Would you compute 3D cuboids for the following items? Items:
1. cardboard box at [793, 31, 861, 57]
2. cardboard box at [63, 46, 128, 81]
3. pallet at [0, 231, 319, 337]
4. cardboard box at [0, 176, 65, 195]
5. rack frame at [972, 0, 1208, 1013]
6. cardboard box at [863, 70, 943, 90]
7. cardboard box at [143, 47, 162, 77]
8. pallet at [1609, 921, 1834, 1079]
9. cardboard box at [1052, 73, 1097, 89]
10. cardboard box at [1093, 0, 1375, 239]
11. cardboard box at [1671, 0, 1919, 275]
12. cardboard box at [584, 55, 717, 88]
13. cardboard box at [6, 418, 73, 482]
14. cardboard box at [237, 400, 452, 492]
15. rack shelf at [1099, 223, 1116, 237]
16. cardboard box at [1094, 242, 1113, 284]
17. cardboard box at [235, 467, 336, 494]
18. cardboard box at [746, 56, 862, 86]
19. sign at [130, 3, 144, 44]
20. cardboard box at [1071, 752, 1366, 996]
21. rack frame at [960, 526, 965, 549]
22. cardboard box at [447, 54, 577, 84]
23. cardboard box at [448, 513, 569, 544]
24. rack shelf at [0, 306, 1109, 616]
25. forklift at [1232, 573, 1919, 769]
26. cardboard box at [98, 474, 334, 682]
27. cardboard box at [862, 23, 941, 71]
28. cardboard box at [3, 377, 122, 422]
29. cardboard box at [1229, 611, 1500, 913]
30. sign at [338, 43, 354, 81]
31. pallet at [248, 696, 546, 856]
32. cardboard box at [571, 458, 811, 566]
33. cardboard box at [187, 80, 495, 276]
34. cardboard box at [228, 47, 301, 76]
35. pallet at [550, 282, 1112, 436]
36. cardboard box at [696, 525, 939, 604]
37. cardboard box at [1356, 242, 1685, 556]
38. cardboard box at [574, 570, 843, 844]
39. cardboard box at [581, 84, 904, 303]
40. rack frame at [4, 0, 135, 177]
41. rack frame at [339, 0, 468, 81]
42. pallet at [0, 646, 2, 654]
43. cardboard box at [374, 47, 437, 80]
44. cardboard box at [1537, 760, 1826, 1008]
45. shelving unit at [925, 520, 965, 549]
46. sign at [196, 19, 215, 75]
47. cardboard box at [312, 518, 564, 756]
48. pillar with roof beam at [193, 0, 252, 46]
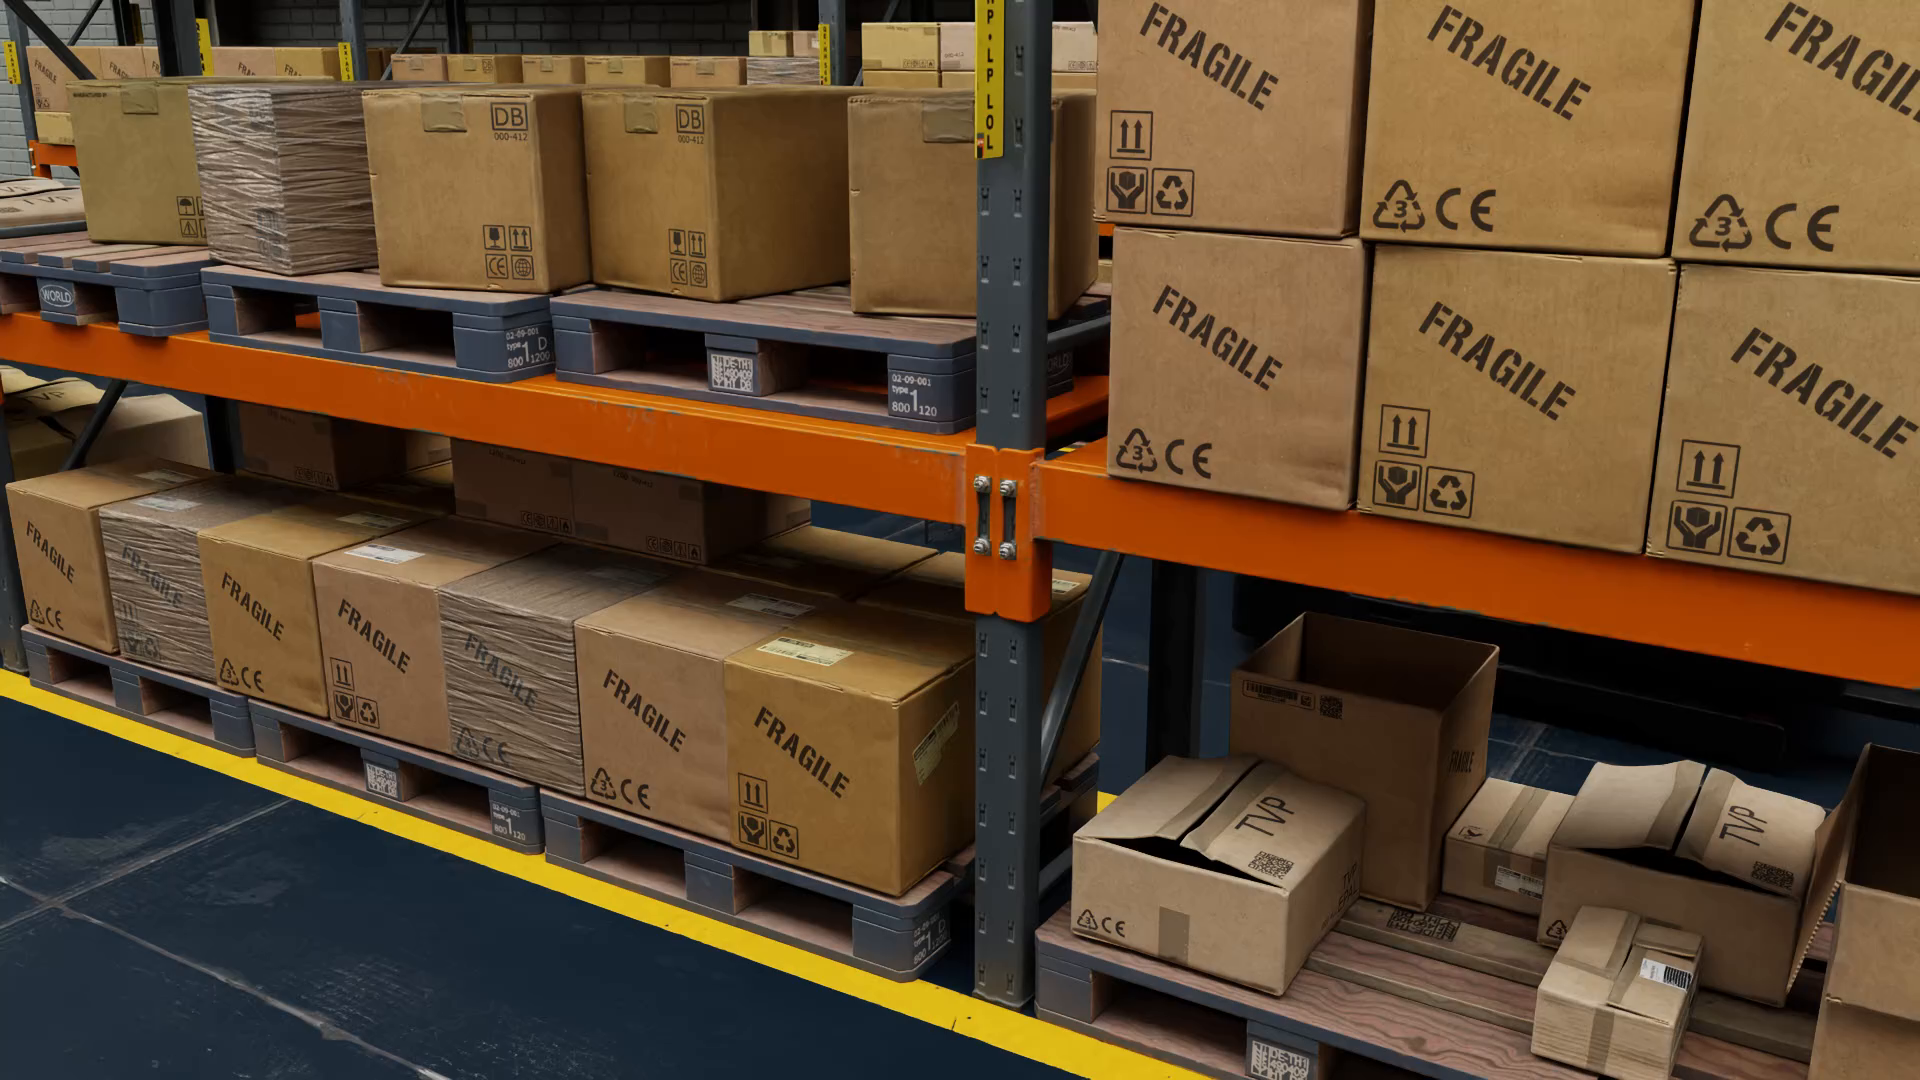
[{"bbox_3d":[-0.785,-2.934,9.833,0.250,0.149,0.380,7,18,23],"label":"cardboard box"},{"bbox_3d":[-6.627,-3.609,13.034,0.500,0.500,0.500,10,20,30],"label":"cardboard box"},{"bbox_3d":[-2.450,-0.915,5.563,1.003,0.211,1.213,10,20,30],"label":"pallet"},{"bbox_3d":[-3.725,-1.234,6.436,0.500,0.311,0.500,10,19,29],"label":"cardboard box"},{"bbox_3d":[0.344,-0.484,3.814,0.127,3.000,1.000,10,20,30],"label":"rack frame"},{"bbox_3d":[-0.195,-2.382,9.345,0.500,0.500,0.500,11,20,32],"label":"cardboard box"},{"bbox_3d":[-5.744,-3.453,12.521,0.500,0.500,0.500,11,20,32],"label":"cardboard box"},{"bbox_3d":[1.972,1.140,3.265,1.213,0.211,1.003,10,20,30],"label":"pallet"},{"bbox_3d":[0.669,-2.225,8.826,0.500,0.500,0.500,10,20,30],"label":"cardboard box"},{"bbox_3d":[0.598,-0.869,3.189,0.500,0.500,0.500,11,20,31],"label":"cardboard box"},{"bbox_3d":[1.476,-0.712,2.673,0.500,0.500,0.500,9,19,28],"label":"cardboard box"},{"bbox_3d":[-1.954,-2.831,10.612,0.500,0.500,0.700,10,20,30],"label":"cardboard box"},{"bbox_3d":[-3.640,-0.265,6.136,0.500,0.311,0.500,11,20,31],"label":"cardboard box"},{"bbox_3d":[-2.094,-0.374,5.706,0.500,0.250,0.500,11,20,32],"label":"cardboard box"},{"bbox_3d":[1.229,-1.672,8.961,4.000,0.370,1.077,10,20,30],"label":"rack shelf"},{"bbox_3d":[0.826,-1.213,9.190,0.750,0.750,0.750,10,20,30],"label":"cardboard box"},{"bbox_3d":[-2.145,-0.023,5.840,0.500,0.500,0.500,11,20,32],"label":"cardboard box"},{"bbox_3d":[-0.881,-2.647,10.007,0.500,0.500,0.700,8,18,24],"label":"cardboard box"},{"bbox_3d":[-6.985,-4.377,14.092,0.005,0.325,0.100,10,20,30],"label":"sign"},{"bbox_3d":[0.589,0.709,3.754,0.500,0.311,0.500,10,20,30],"label":"cardboard box"},{"bbox_3d":[0.066,-0.562,7.168,0.006,1.200,0.240,10,20,30],"label":"rack frame"},{"bbox_3d":[-2.995,-3.014,11.214,0.500,0.500,0.700,13,21,36],"label":"cardboard box"},{"bbox_3d":[-1.253,0.134,5.322,0.500,0.500,0.500,9,19,28],"label":"cardboard box"},{"bbox_3d":[-1.360,-0.444,4.920,4.000,0.370,1.077,10,20,30],"label":"rack shelf"},{"bbox_3d":[2.494,-0.878,5.230,3.031,2.935,1.130,11,20,33],"label":"forklift"},{"bbox_3d":[-2.377,0.111,5.398,0.500,0.500,0.500,9,19,28],"label":"cardboard box"},{"bbox_3d":[-0.199,-2.741,9.236,0.500,0.250,0.500,11,20,31],"label":"cardboard box"},{"bbox_3d":[-3.809,-0.476,6.832,0.500,0.311,0.500,10,19,29],"label":"cardboard box"},{"bbox_3d":[0.978,0.518,4.060,0.500,0.500,0.500,10,20,30],"label":"cardboard box"},{"bbox_3d":[-4.161,-3.207,11.289,0.005,0.325,0.100,10,20,30],"label":"sign"},{"bbox_3d":[-1.413,0.550,5.206,1.213,0.211,1.003,10,20,30],"label":"pallet"},{"bbox_3d":[-0.793,-0.143,4.946,0.500,0.250,0.500,10,20,30],"label":"cardboard box"},{"bbox_3d":[-1.789,-1.087,4.904,0.500,0.500,0.700,15,22,40],"label":"cardboard box"},{"bbox_3d":[-4.877,-3.295,12.001,0.500,0.500,0.500,10,20,30],"label":"cardboard box"},{"bbox_3d":[-0.280,-0.541,4.331,1.213,0.211,1.003,10,20,30],"label":"pallet"},{"bbox_3d":[-0.401,0.289,4.812,0.500,0.500,0.500,10,20,31],"label":"cardboard box"},{"bbox_3d":[1.074,-0.310,3.068,0.500,0.500,0.500,11,20,31],"label":"cardboard box"},{"bbox_3d":[-0.643,0.420,4.381,0.500,0.500,0.500,10,20,30],"label":"cardboard box"},{"bbox_3d":[-0.562,-0.949,4.451,0.500,0.500,0.700,14,22,39],"label":"cardboard box"},{"bbox_3d":[-7.292,-3.537,13.864,0.127,3.000,1.000,10,20,30],"label":"rack frame"},{"bbox_3d":[-3.884,-2.928,11.861,0.127,3.000,1.000,10,20,30],"label":"rack frame"},{"bbox_3d":[-3.746,0.107,6.666,1.213,0.211,1.003,10,20,30],"label":"pallet"},{"bbox_3d":[-4.175,-3.348,12.176,0.500,0.500,0.500,10,19,29],"label":"cardboard box"},{"bbox_3d":[1.617,0.722,3.711,0.500,0.311,0.500,10,20,30],"label":"cardboard box"},{"bbox_3d":[-0.012,-0.576,7.214,0.189,1.200,0.258,10,20,30],"label":"shelving unit"},{"bbox_3d":[-2.789,-1.745,6.108,0.005,0.325,0.100,10,20,30],"label":"sign"},{"bbox_3d":[-1.505,0.267,4.886,0.500,0.500,0.500,9,19,28],"label":"cardboard box"},{"bbox_3d":[-8.496,-5.449,9.837,0.400,9.000,9.100,10,20,30],"label":"pillar with roof beam"}]
